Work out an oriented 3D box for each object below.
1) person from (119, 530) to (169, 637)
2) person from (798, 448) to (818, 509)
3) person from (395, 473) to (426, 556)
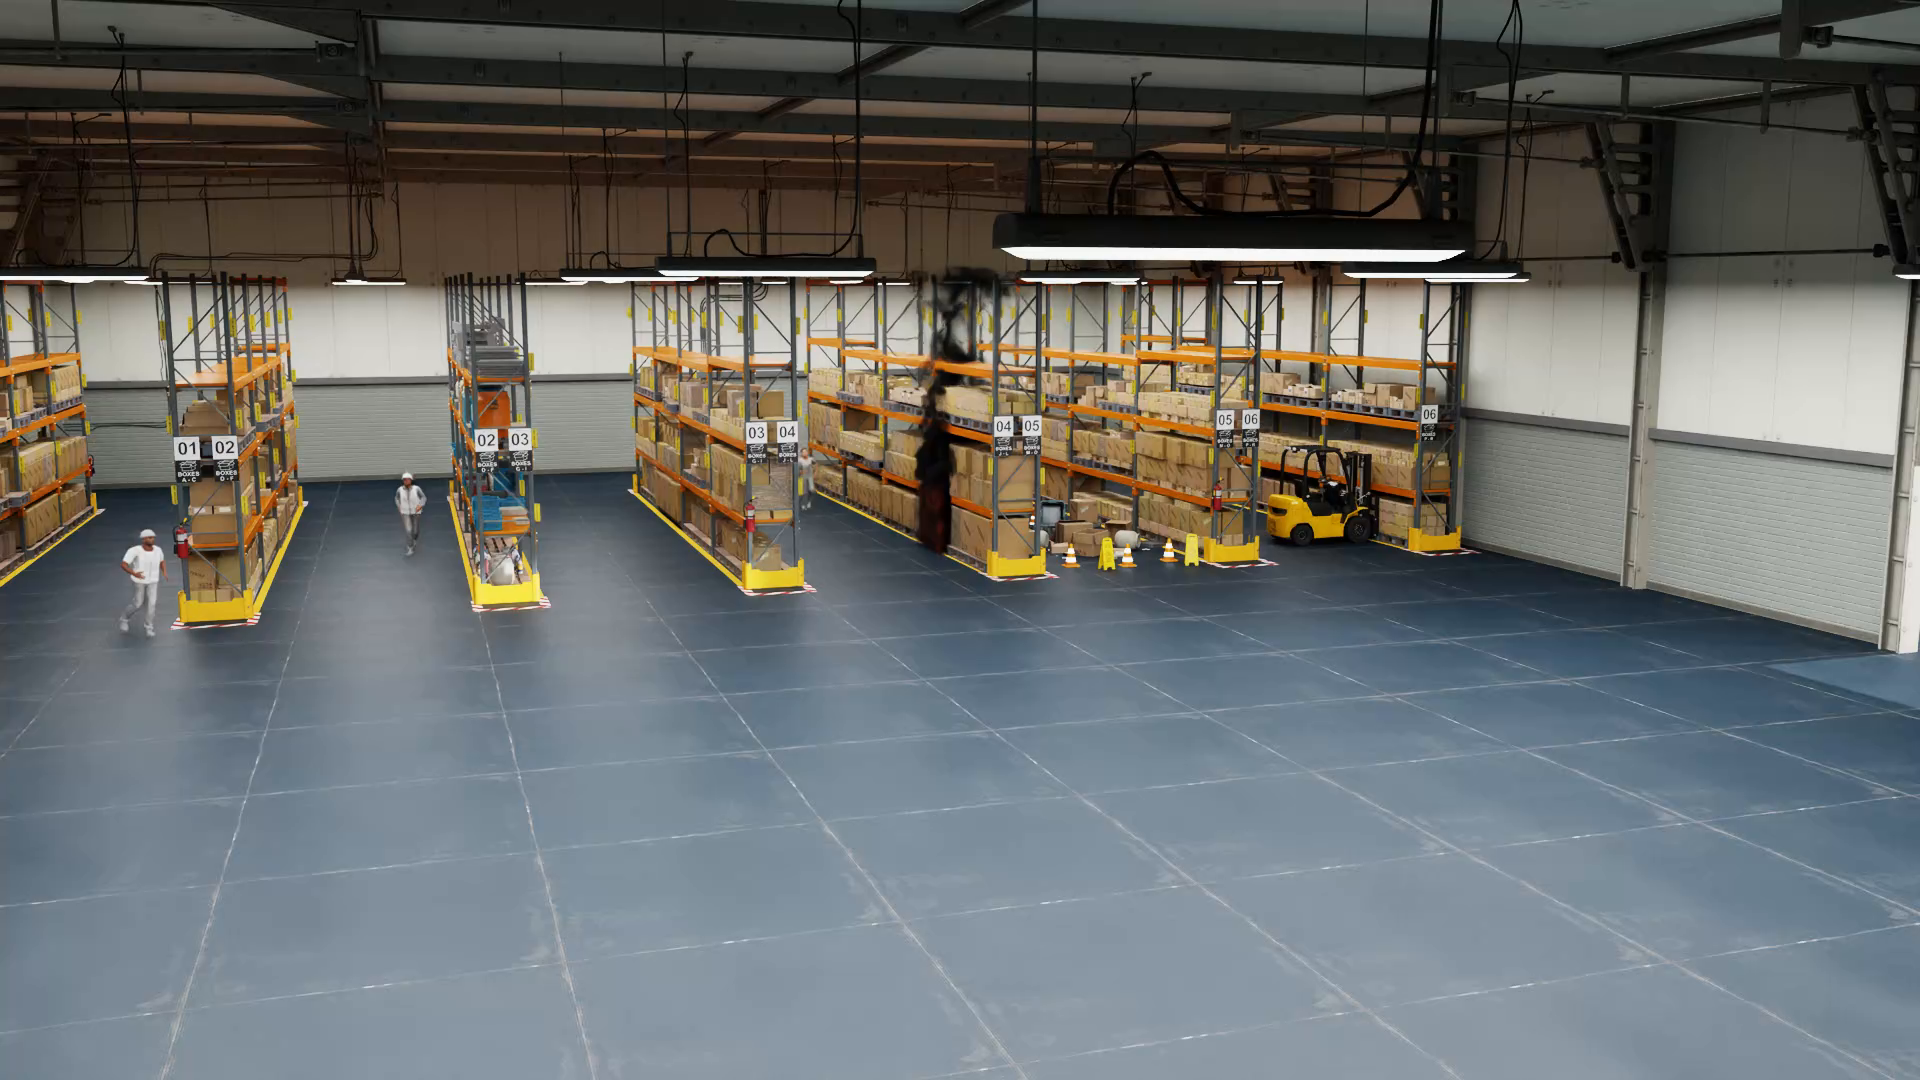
[{"bbox_3d":[-13.533,0.692,27.684,0.871,1.741,0.767,6,11,36],"label":"person"},{"bbox_3d":[-3.950,-1.584,43.037,0.582,1.619,0.787,-2,9,-10],"label":"person"},{"bbox_3d":[-11.924,-0.583,36.134,0.662,1.780,0.783,-2,9,-15],"label":"person"}]
